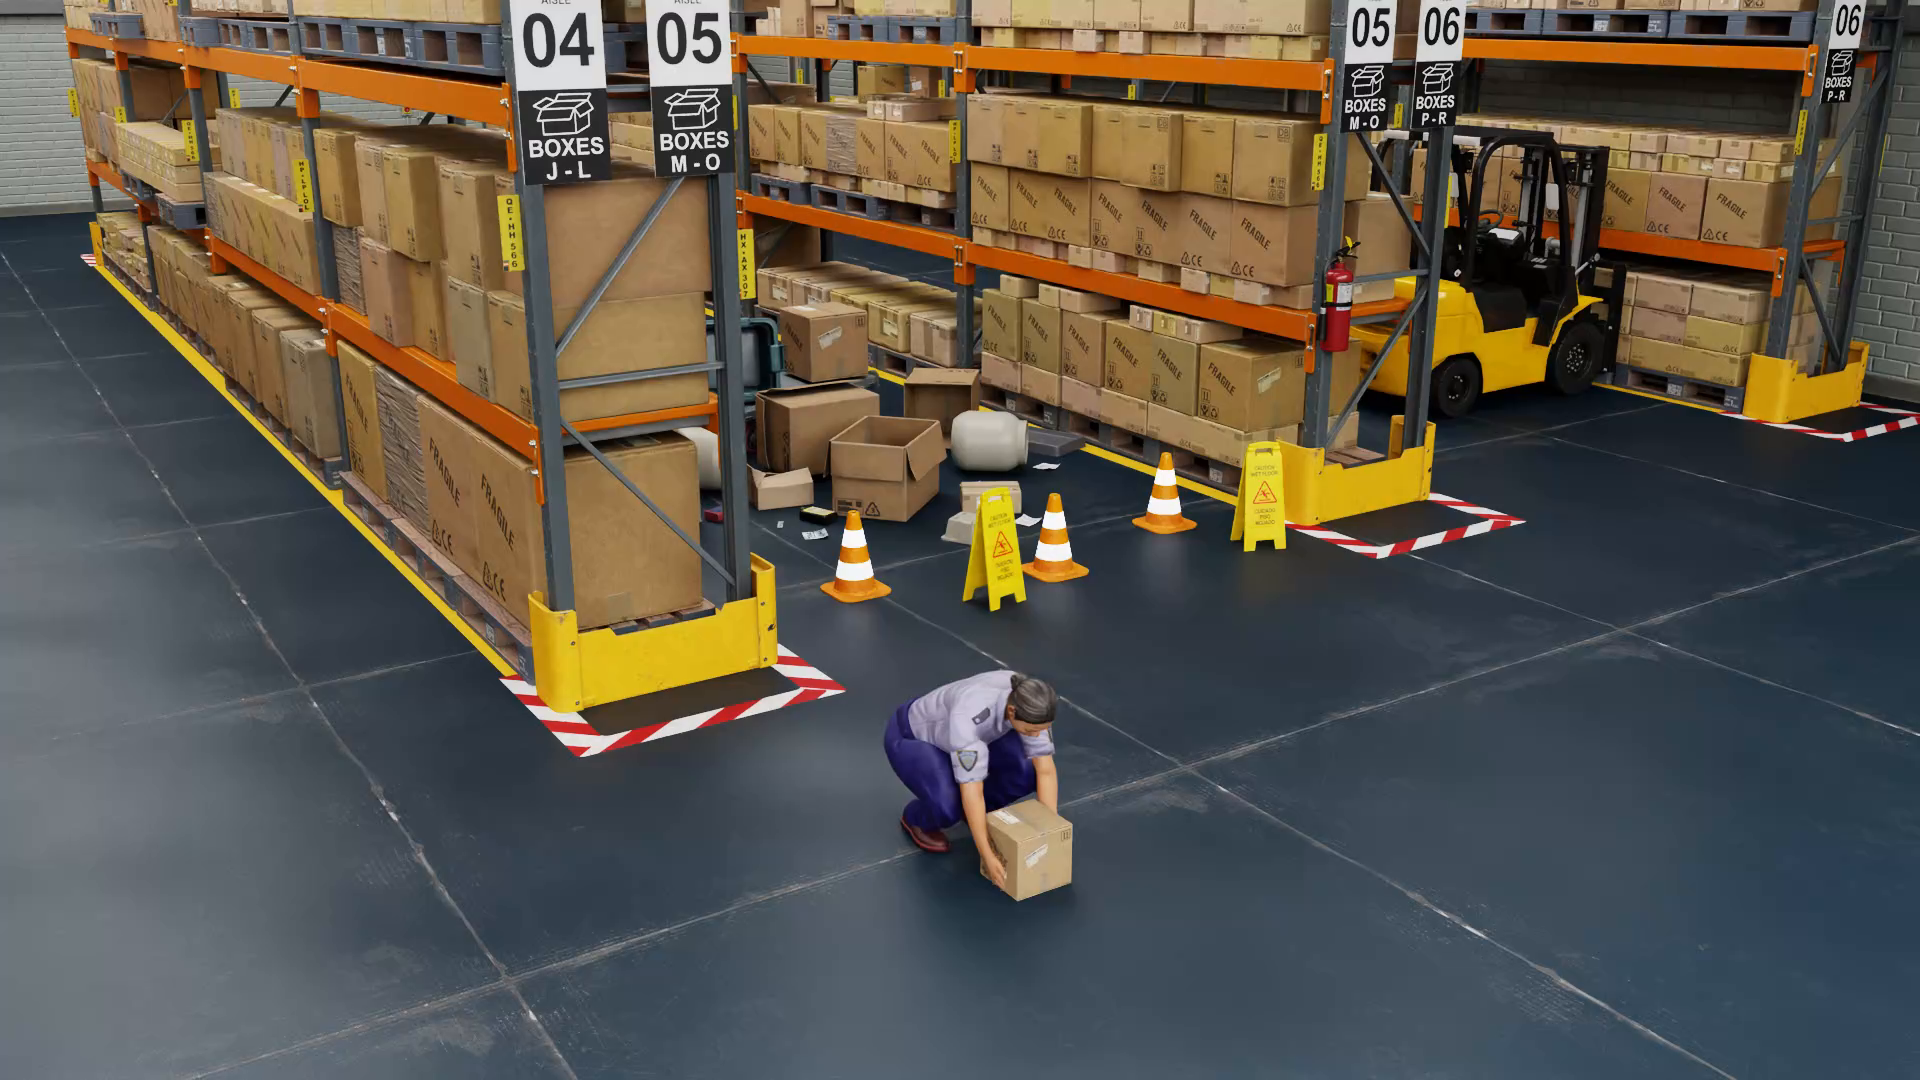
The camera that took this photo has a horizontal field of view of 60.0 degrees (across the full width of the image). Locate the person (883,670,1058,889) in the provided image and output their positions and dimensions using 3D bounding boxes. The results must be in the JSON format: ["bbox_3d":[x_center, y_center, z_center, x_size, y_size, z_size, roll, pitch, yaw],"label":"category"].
[{"bbox_3d":[0.056,0.823,6.451,0.515,0.803,0.823,-12,21,-31],"label":"person"}]
